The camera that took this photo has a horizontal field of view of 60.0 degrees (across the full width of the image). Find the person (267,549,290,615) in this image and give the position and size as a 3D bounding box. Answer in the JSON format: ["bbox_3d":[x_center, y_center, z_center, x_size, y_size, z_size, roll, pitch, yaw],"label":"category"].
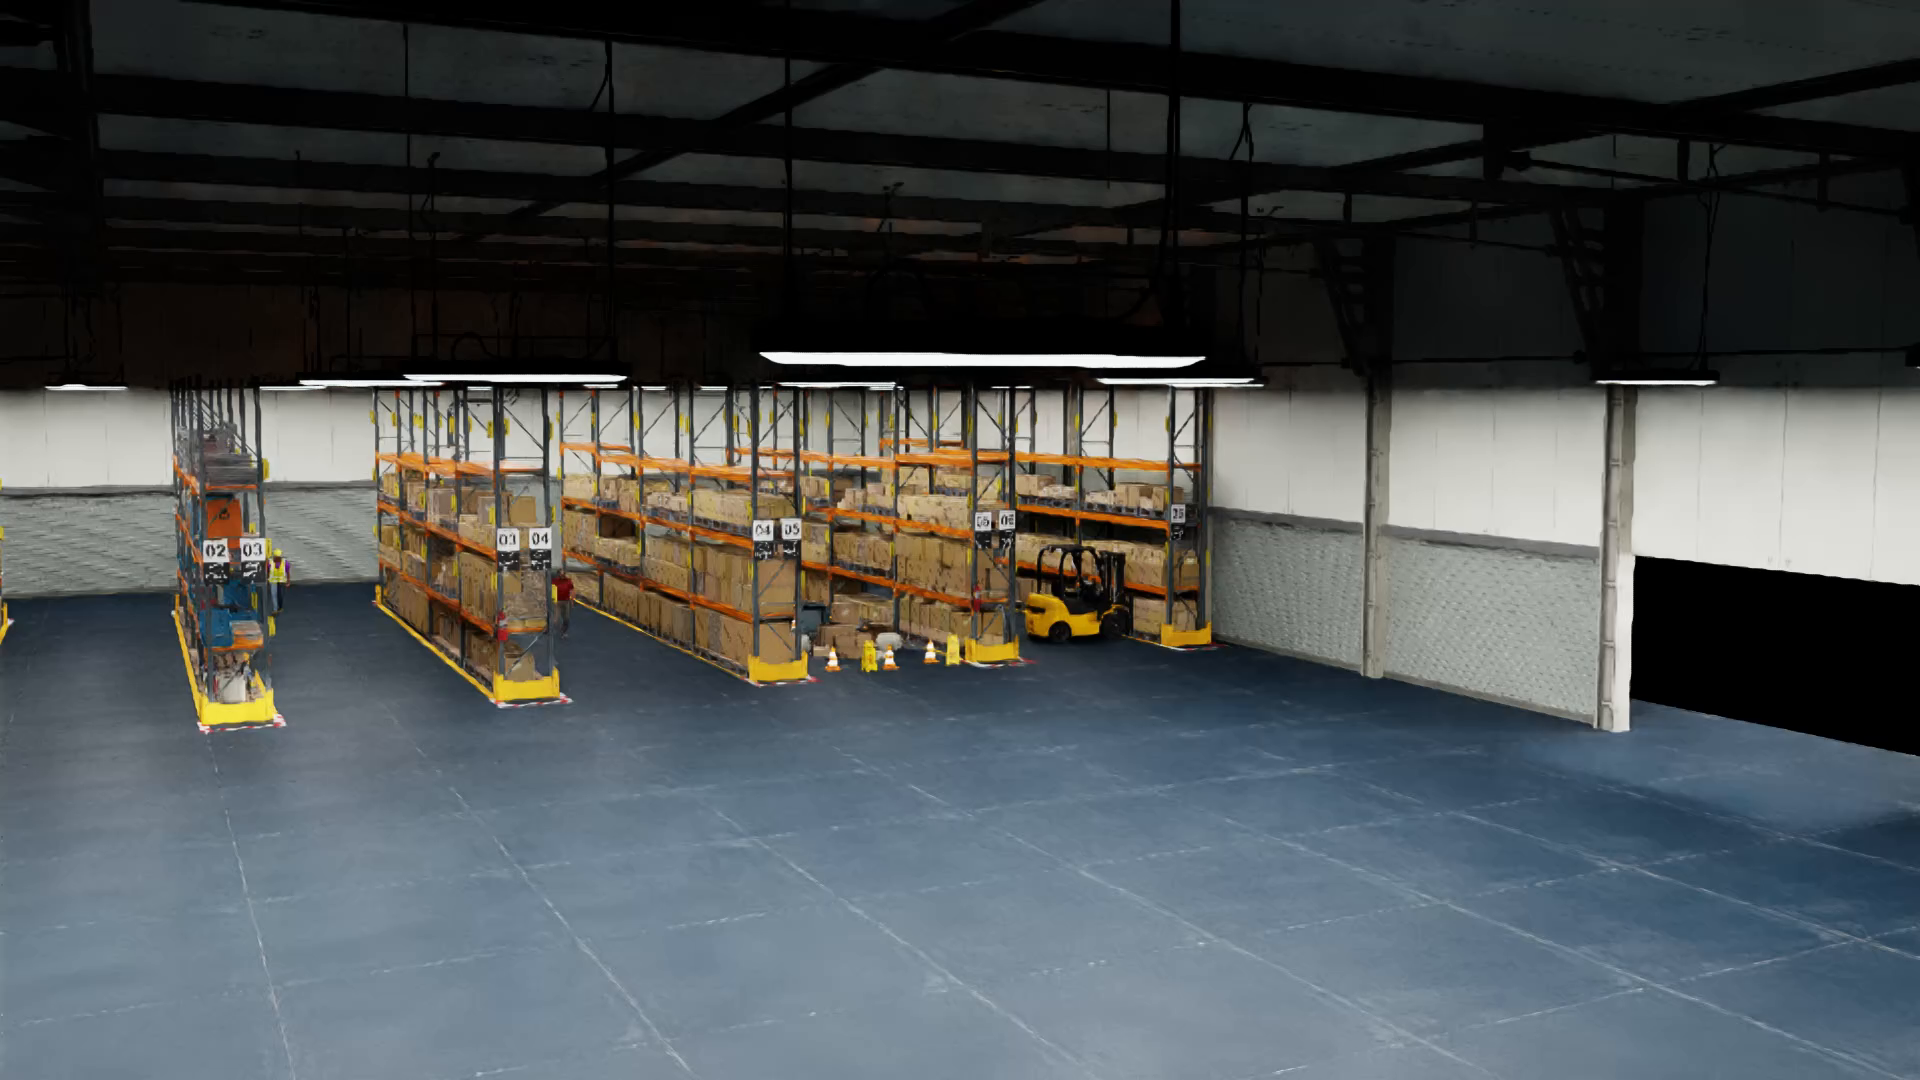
[{"bbox_3d":[-17.538,1.060,42.797,0.577,1.687,1.115,-3,6,-29],"label":"person"}]

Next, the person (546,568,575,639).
[{"bbox_3d":[-9.254,1.471,38.491,0.682,1.676,0.535,-3,6,-28],"label":"person"}]

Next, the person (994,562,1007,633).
[{"bbox_3d":[0.885,1.369,39.550,0.459,1.664,0.525,0,5,3],"label":"person"}]
